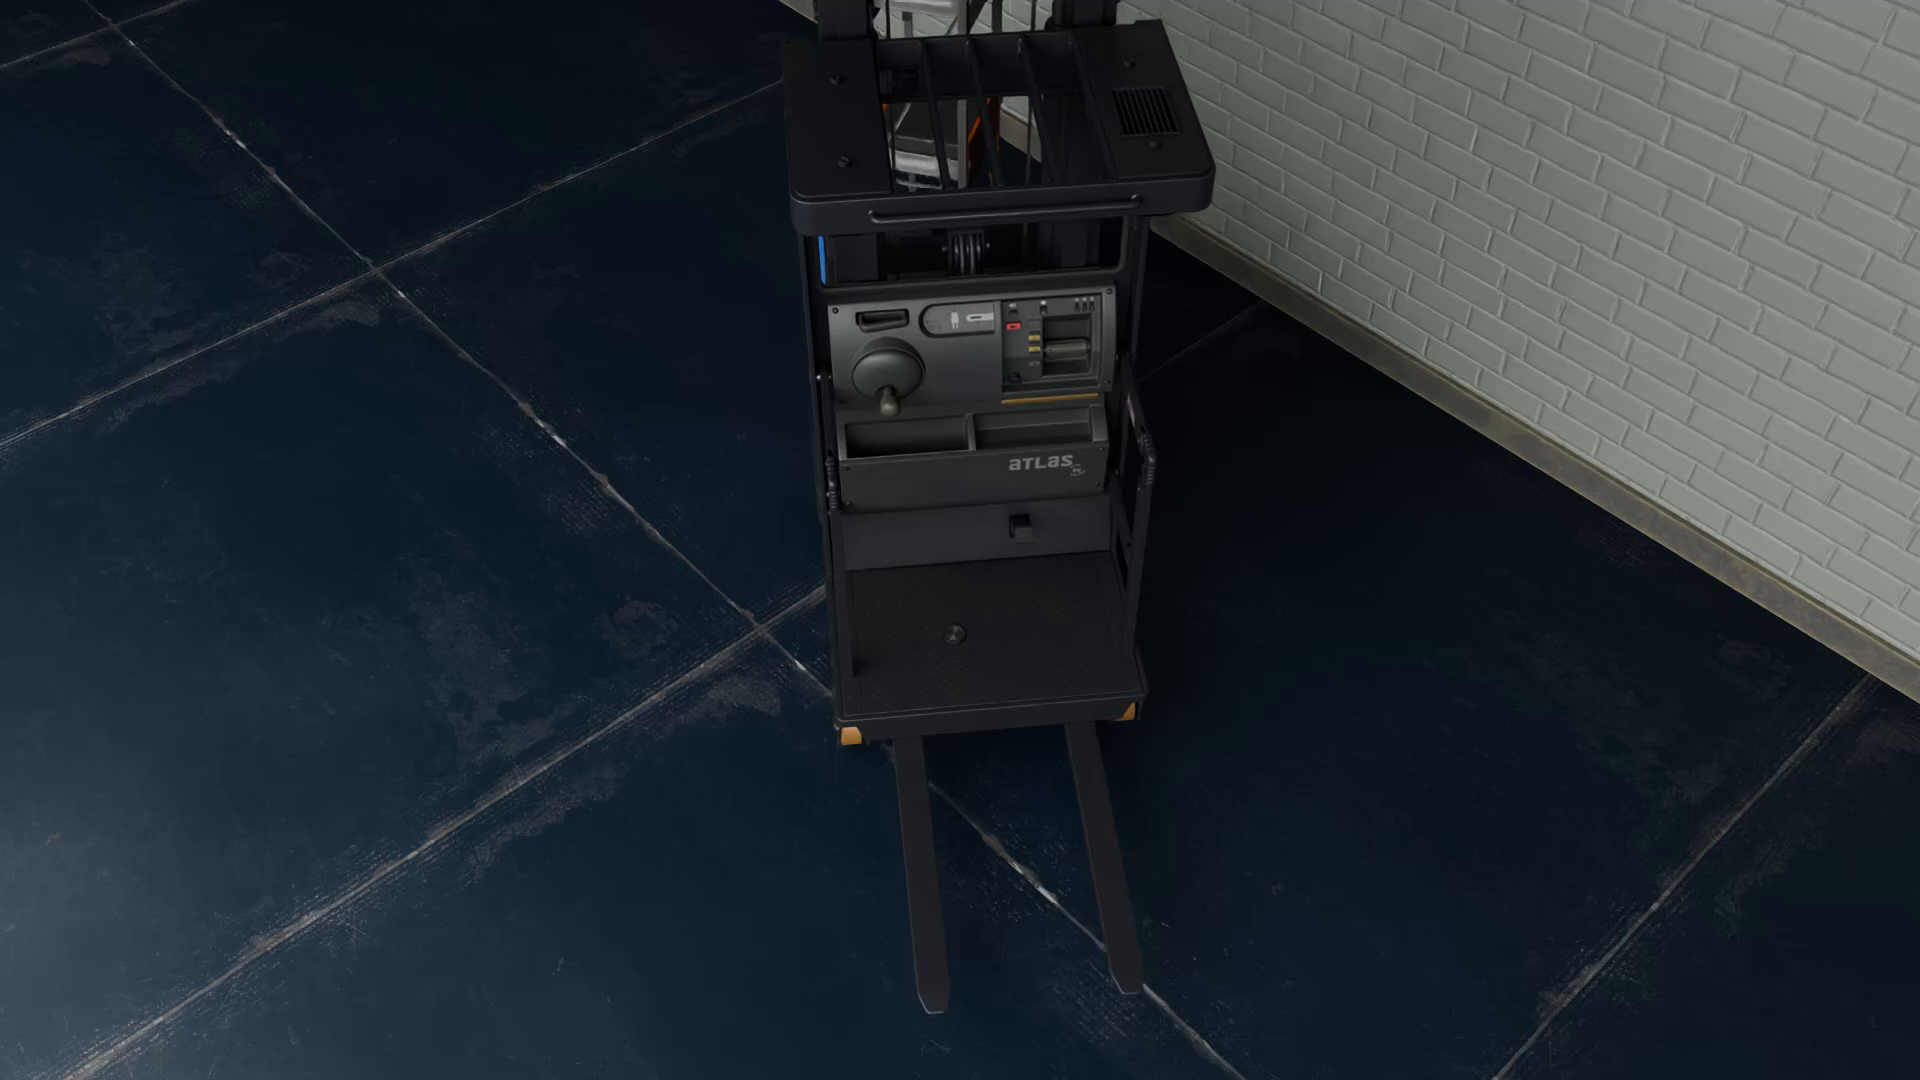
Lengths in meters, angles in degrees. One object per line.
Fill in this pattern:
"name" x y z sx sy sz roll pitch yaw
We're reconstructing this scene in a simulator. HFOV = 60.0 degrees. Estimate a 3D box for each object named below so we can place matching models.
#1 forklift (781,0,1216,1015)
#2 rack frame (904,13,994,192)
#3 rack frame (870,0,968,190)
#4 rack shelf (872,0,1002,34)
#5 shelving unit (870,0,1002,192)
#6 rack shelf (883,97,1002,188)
"forklift" 0.069 -0.520 5.236 1.130 2.935 3.031 -5 47 -4
"rack frame" -0.032 -1.761 6.946 0.400 2.100 0.015 12 48 11
"rack frame" -0.166 -1.416 6.628 0.400 2.100 0.015 12 48 11
"rack shelf" -0.099 -2.054 6.283 0.431 0.518 0.480 12 48 11
"shelving unit" -0.099 -1.589 6.787 0.431 2.100 0.503 12 48 11
"rack shelf" -0.099 -1.580 6.797 0.431 0.518 0.480 12 48 11
